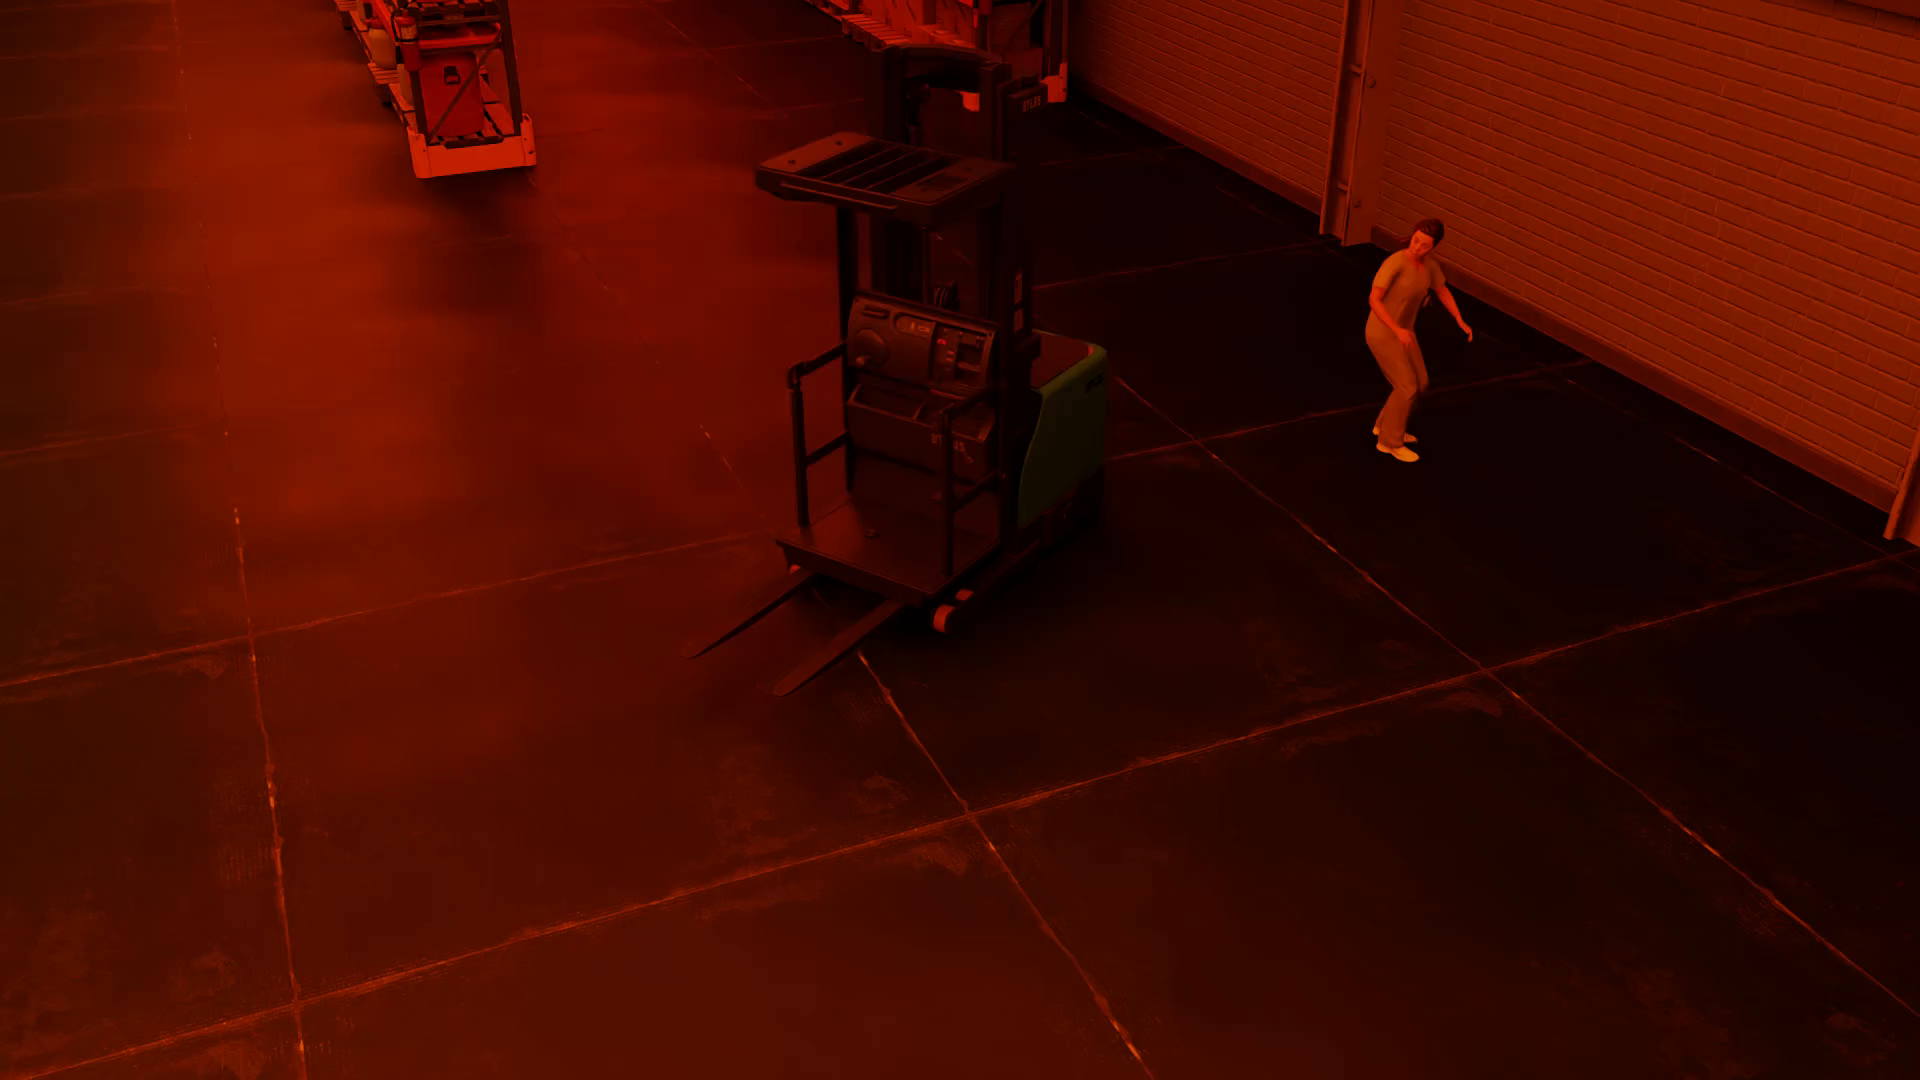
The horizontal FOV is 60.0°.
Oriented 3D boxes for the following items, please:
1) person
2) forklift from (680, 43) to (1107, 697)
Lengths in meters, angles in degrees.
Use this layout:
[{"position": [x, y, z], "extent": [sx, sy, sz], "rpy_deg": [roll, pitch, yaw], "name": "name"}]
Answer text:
[{"position": [2.928, -1.280, 10.735], "extent": [0.674, 1.623, 0.566], "rpy_deg": [-25, 38, -37], "name": "person"}, {"position": [-0.335, -1.019, 8.902], "extent": [1.130, 2.935, 3.031], "rpy_deg": [18, 34, 29], "name": "forklift"}]
